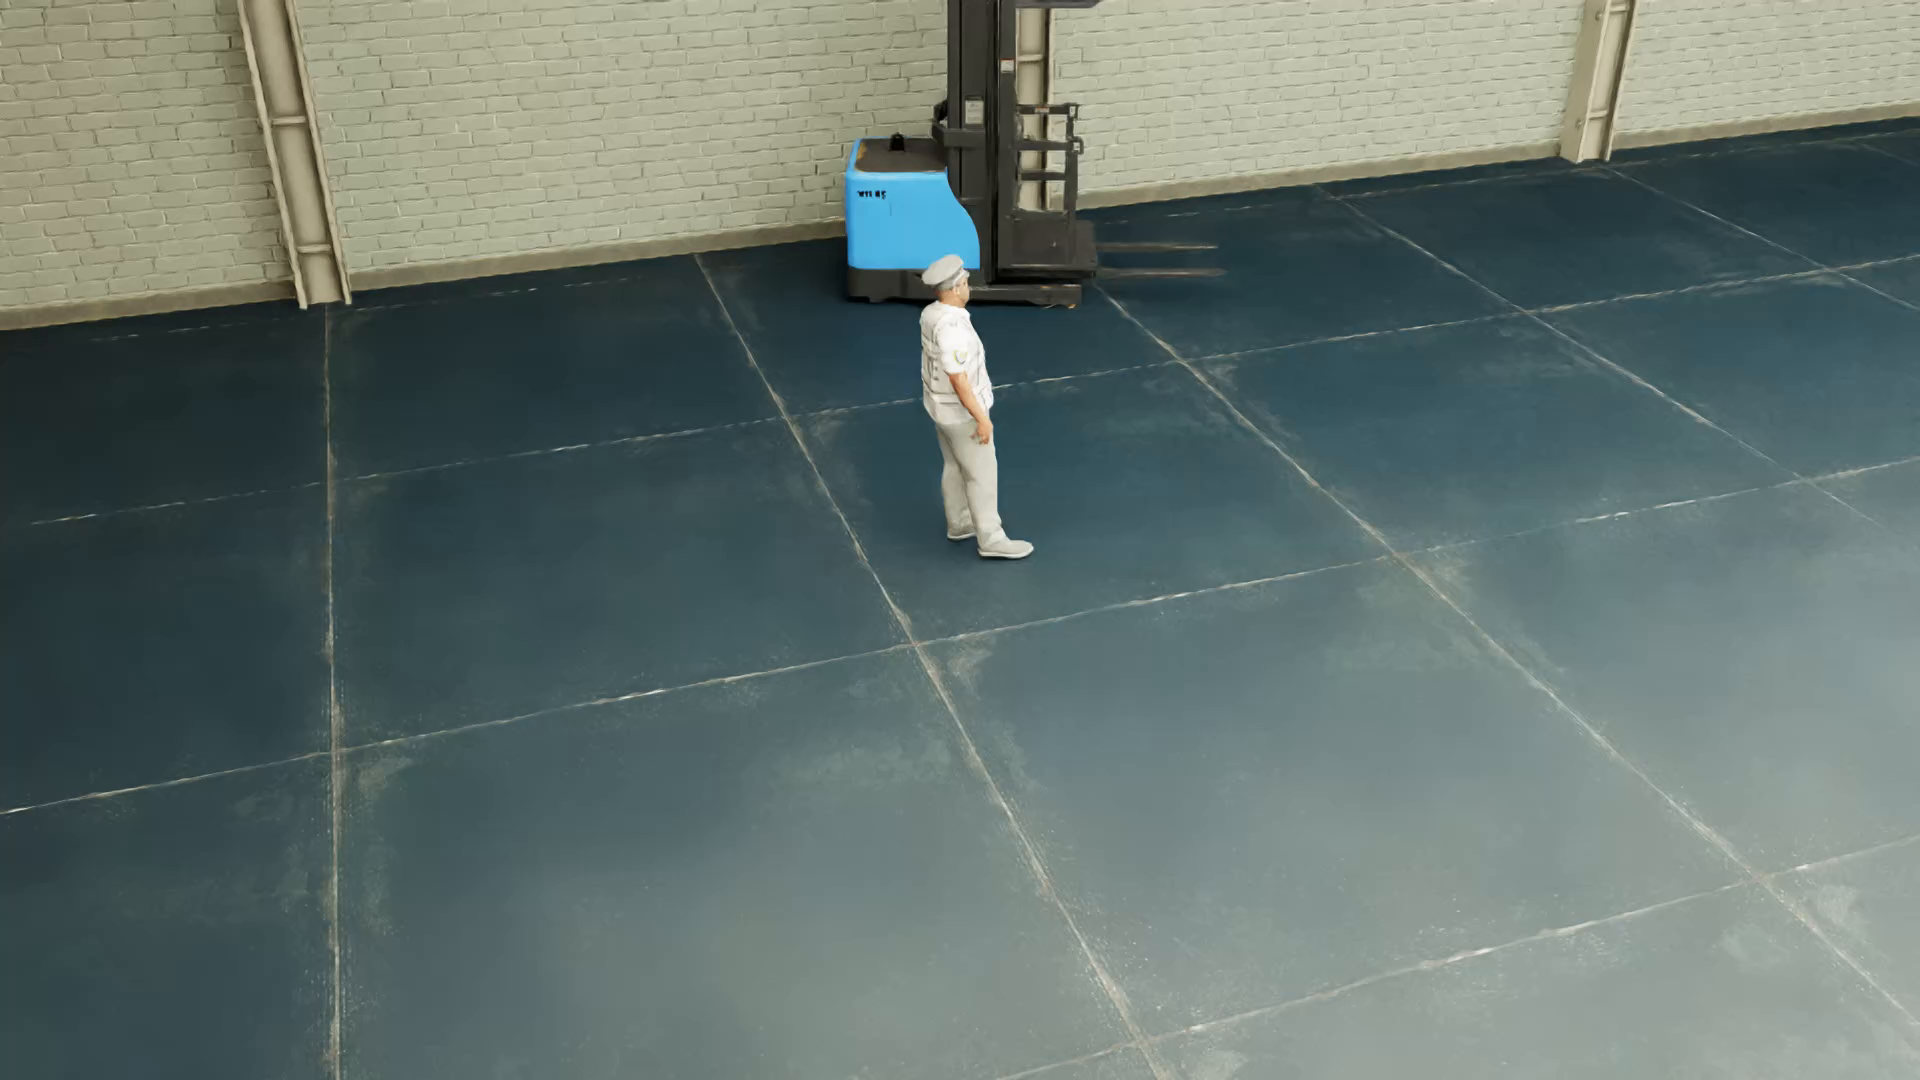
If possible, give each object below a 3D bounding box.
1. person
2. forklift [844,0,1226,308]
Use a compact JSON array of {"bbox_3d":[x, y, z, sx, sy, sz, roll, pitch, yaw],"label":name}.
[{"bbox_3d":[0.078,-0.786,9.589,0.574,1.781,0.640,-10,31,-16],"label":"person"},{"bbox_3d":[0.618,-3.388,12.975,3.031,2.935,1.130,1,30,1],"label":"forklift"}]
